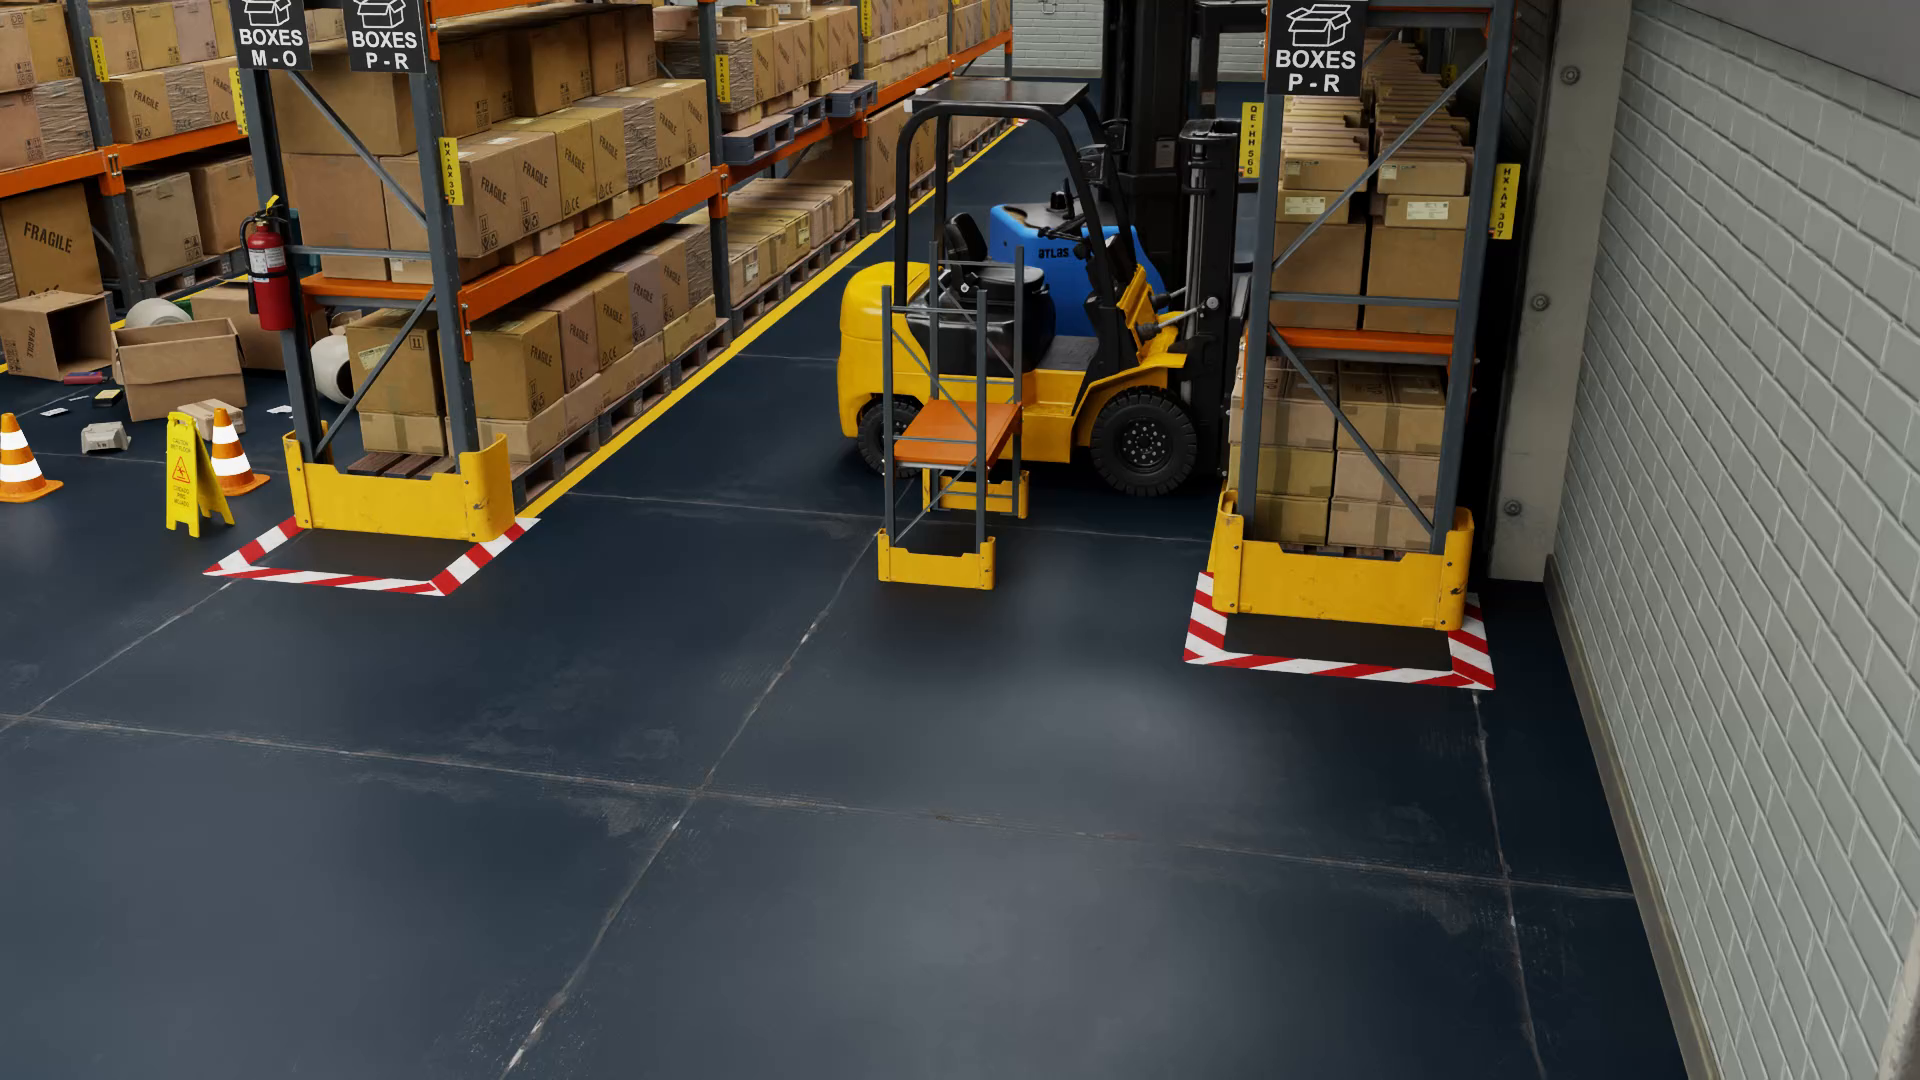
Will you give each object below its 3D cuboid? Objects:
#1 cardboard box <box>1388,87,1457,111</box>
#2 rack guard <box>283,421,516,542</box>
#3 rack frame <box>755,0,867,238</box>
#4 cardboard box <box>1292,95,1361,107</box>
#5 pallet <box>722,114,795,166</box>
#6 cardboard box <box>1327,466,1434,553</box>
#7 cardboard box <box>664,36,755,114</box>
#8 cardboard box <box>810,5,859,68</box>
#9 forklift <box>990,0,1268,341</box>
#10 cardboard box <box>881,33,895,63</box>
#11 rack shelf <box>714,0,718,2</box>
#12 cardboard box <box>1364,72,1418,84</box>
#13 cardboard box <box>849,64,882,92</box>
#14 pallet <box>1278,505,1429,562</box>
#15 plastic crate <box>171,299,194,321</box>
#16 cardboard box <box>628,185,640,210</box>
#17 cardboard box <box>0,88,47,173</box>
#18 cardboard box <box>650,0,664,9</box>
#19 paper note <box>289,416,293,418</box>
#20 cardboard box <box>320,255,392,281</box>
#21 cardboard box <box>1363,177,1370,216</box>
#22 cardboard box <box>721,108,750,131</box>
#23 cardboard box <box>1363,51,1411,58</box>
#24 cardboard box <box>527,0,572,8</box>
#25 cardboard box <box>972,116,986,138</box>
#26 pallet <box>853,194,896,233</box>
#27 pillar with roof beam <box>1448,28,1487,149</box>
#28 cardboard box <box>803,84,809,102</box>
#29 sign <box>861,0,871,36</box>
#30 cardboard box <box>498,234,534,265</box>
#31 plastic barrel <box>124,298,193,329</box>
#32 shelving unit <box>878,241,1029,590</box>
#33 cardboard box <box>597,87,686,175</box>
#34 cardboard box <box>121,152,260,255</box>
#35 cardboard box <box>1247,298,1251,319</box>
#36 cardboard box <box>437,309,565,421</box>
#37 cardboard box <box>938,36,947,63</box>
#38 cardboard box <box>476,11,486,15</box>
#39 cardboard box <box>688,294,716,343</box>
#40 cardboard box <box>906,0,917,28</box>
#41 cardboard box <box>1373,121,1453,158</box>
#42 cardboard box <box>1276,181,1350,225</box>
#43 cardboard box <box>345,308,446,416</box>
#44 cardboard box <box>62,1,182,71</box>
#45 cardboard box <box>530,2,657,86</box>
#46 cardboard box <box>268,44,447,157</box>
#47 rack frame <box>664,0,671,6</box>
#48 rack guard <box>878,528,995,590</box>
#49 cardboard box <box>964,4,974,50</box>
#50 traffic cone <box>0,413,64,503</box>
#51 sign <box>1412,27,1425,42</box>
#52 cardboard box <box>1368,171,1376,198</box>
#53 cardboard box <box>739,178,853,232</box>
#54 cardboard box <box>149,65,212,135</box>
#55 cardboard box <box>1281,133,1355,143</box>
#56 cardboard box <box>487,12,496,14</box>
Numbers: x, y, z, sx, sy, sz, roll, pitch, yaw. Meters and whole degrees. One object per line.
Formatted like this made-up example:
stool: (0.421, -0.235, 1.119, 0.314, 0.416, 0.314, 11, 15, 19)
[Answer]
cardboard box: (2.746, -2.602, 9.899, 0.380, 0.149, 0.250, 4, 22, 10)
rack guard: (-3.023, -0.322, 8.983, 1.175, 0.500, 0.348, 4, 22, 11)
rack frame: (-1.406, -4.379, 15.712, 1.000, 3.000, 0.127, 4, 22, 11)
cardboard box: (2.097, -2.454, 9.530, 0.380, 0.149, 0.250, 4, 22, 11)
pallet: (-1.924, -3.096, 12.782, 1.003, 0.211, 1.213, 4, 22, 11)
cardboard box: (2.113, -0.161, 8.356, 0.500, 0.250, 0.500, 5, 22, 11)
cardboard box: (-1.846, -3.445, 12.299, 0.500, 0.500, 0.500, 5, 22, 12)
cardboard box: (-1.226, -4.571, 15.094, 0.500, 0.500, 0.500, 4, 22, 9)
forklift: (1.777, -2.726, 11.698, 3.031, 2.935, 1.130, -5, 22, -11)
cardboard box: (-0.954, -4.897, 16.529, 0.500, 0.250, 0.500, 5, 22, 12)
rack shelf: (-1.814, -4.706, 13.470, 1.077, 0.370, 4.000, 4, 22, 11)
cardboard box: (3.109, -3.279, 11.979, 0.380, 0.149, 0.250, 4, 22, 10)
cardboard box: (-1.060, -4.470, 16.137, 0.500, 0.250, 0.500, 4, 22, 10)
pallet: (1.937, -0.066, 8.735, 1.003, 0.211, 1.213, 4, 22, 11)
plastic crate: (-5.842, -1.816, 13.034, 0.450, 0.188, 0.662, 7, 21, 42)
cardboard box: (-2.275, -2.196, 10.627, 0.380, 0.149, 0.250, 4, 22, 10)
cardboard box: (-7.242, -2.988, 12.056, 0.875, 0.550, 0.550, 4, 22, 11)
cardboard box: (-4.480, -7.646, 23.291, 0.500, 0.500, 0.500, 5, 22, 12)
paper note: (-4.336, -0.817, 10.868, 0.032, 0.001, 0.123, 4, 22, 11)
cardboard box: (-3.171, -1.490, 8.874, 0.380, 0.149, 0.250, 5, 23, 13)
cardboard box: (2.378, -1.659, 8.825, 0.500, 0.500, 0.500, 4, 22, 10)
cardboard box: (-1.800, -3.173, 12.490, 0.380, 0.149, 0.250, 5, 22, 12)
cardboard box: (3.418, -3.836, 13.361, 0.380, 0.149, 0.250, 4, 22, 11)
cardboard box: (-5.108, -6.529, 20.517, 0.500, 0.500, 0.500, 4, 22, 10)
cardboard box: (-0.174, -5.397, 21.108, 0.875, 0.438, 0.875, 4, 22, 9)
pallet: (-1.171, -3.368, 16.935, 1.003, 0.211, 1.213, 4, 22, 11)
pillar with roof beam: (-0.144, -6.568, 13.116, 9.100, 9.000, 0.400, 4, 22, 11)
cardboard box: (-1.481, -3.747, 13.916, 0.380, 0.149, 0.250, 4, 22, 9)
sign: (-0.873, -4.842, 15.416, 0.100, 0.325, 0.005, 4, 22, 11)
cardboard box: (-2.595, -1.630, 9.221, 0.380, 0.149, 0.250, 4, 22, 9)
plastic barrel: (-5.818, -1.530, 12.086, 0.421, 0.421, 0.512, -16, 27, -35)
shelving unit: (-0.016, -0.668, 8.504, 0.587, 1.500, 1.083, 4, 22, 11)
cardboard box: (-2.168, -2.731, 11.086, 0.500, 0.500, 0.500, 5, 23, 13)
cardboard box: (-6.849, -2.994, 14.723, 1.050, 0.750, 0.750, 4, 22, 11)
cardboard box: (1.913, -1.209, 9.621, 0.500, 0.250, 0.500, 4, 22, 10)
cardboard box: (-2.599, -1.003, 9.444, 0.500, 0.500, 0.500, 4, 22, 9)
cardboard box: (-0.434, -5.589, 18.917, 0.500, 0.250, 0.500, 4, 22, 10)
cardboard box: (-5.563, -5.997, 18.706, 0.380, 0.149, 0.250, 4, 22, 9)
cardboard box: (-2.080, -1.599, 11.927, 0.500, 0.250, 0.500, 5, 23, 13)
cardboard box: (-0.747, -5.606, 17.285, 0.500, 0.500, 0.500, 5, 22, 12)
cardboard box: (2.320, -2.047, 8.520, 0.380, 0.149, 0.250, 5, 23, 13)
cardboard box: (1.618, -1.572, 7.739, 0.380, 0.149, 0.250, 5, 22, 12)
cardboard box: (-3.130, -1.034, 9.519, 0.500, 0.500, 0.500, 5, 22, 11)
cardboard box: (-6.890, -4.137, 13.639, 0.700, 0.500, 0.500, 4, 22, 10)
cardboard box: (-2.524, -3.420, 11.460, 0.700, 0.500, 0.500, 4, 22, 10)
cardboard box: (-3.148, -2.305, 8.692, 0.700, 0.500, 0.500, 4, 22, 10)
rack frame: (-4.640, -7.645, 23.822, 1.000, 3.000, 0.127, 4, 22, 11)
rack guard: (-0.117, 0.094, 8.285, 0.587, 0.250, 0.087, 4, 22, 11)
cardboard box: (-0.131, -6.224, 20.158, 0.500, 0.500, 0.500, 5, 22, 11)
traffic cone: (-5.369, -0.493, 9.457, 0.336, 0.463, 0.334, 4, 22, 11)
sign: (3.998, -4.498, 14.458, 0.100, 0.325, 0.005, 4, 22, 11)
cardboard box: (2.191, -1.715, 8.096, 0.380, 0.149, 0.250, 4, 22, 10)
cardboard box: (-1.531, -3.149, 15.613, 0.950, 0.372, 0.625, 3, 22, 7)
cardboard box: (-6.616, -3.660, 13.792, 0.500, 0.500, 0.500, 5, 22, 11)
cardboard box: (1.735, -1.899, 8.154, 0.380, 0.149, 0.250, 5, 22, 12)
cardboard box: (-5.502, -5.951, 18.990, 0.380, 0.149, 0.250, 4, 22, 9)
